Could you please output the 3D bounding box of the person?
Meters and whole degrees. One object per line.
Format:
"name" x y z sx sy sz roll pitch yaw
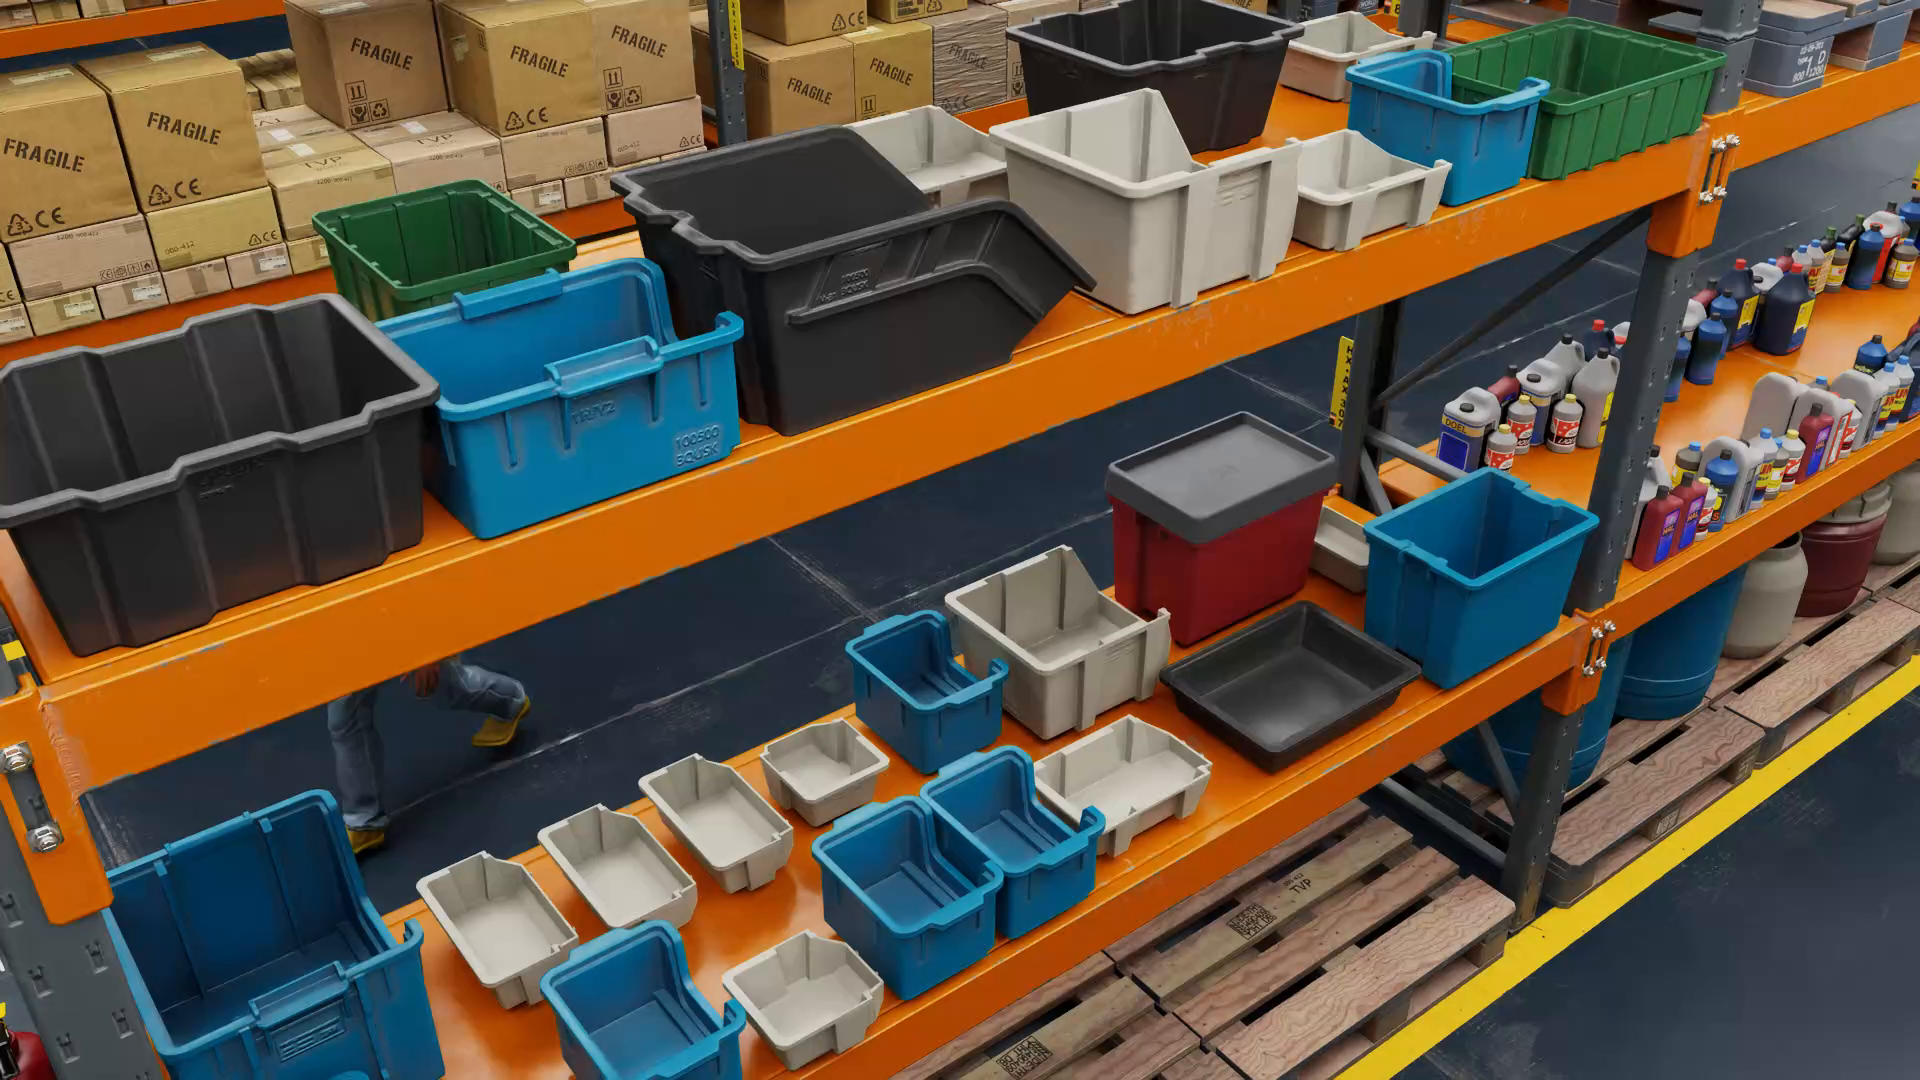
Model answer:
"person" -1.922 0.183 5.780 0.595 1.665 0.865 14 35 21
